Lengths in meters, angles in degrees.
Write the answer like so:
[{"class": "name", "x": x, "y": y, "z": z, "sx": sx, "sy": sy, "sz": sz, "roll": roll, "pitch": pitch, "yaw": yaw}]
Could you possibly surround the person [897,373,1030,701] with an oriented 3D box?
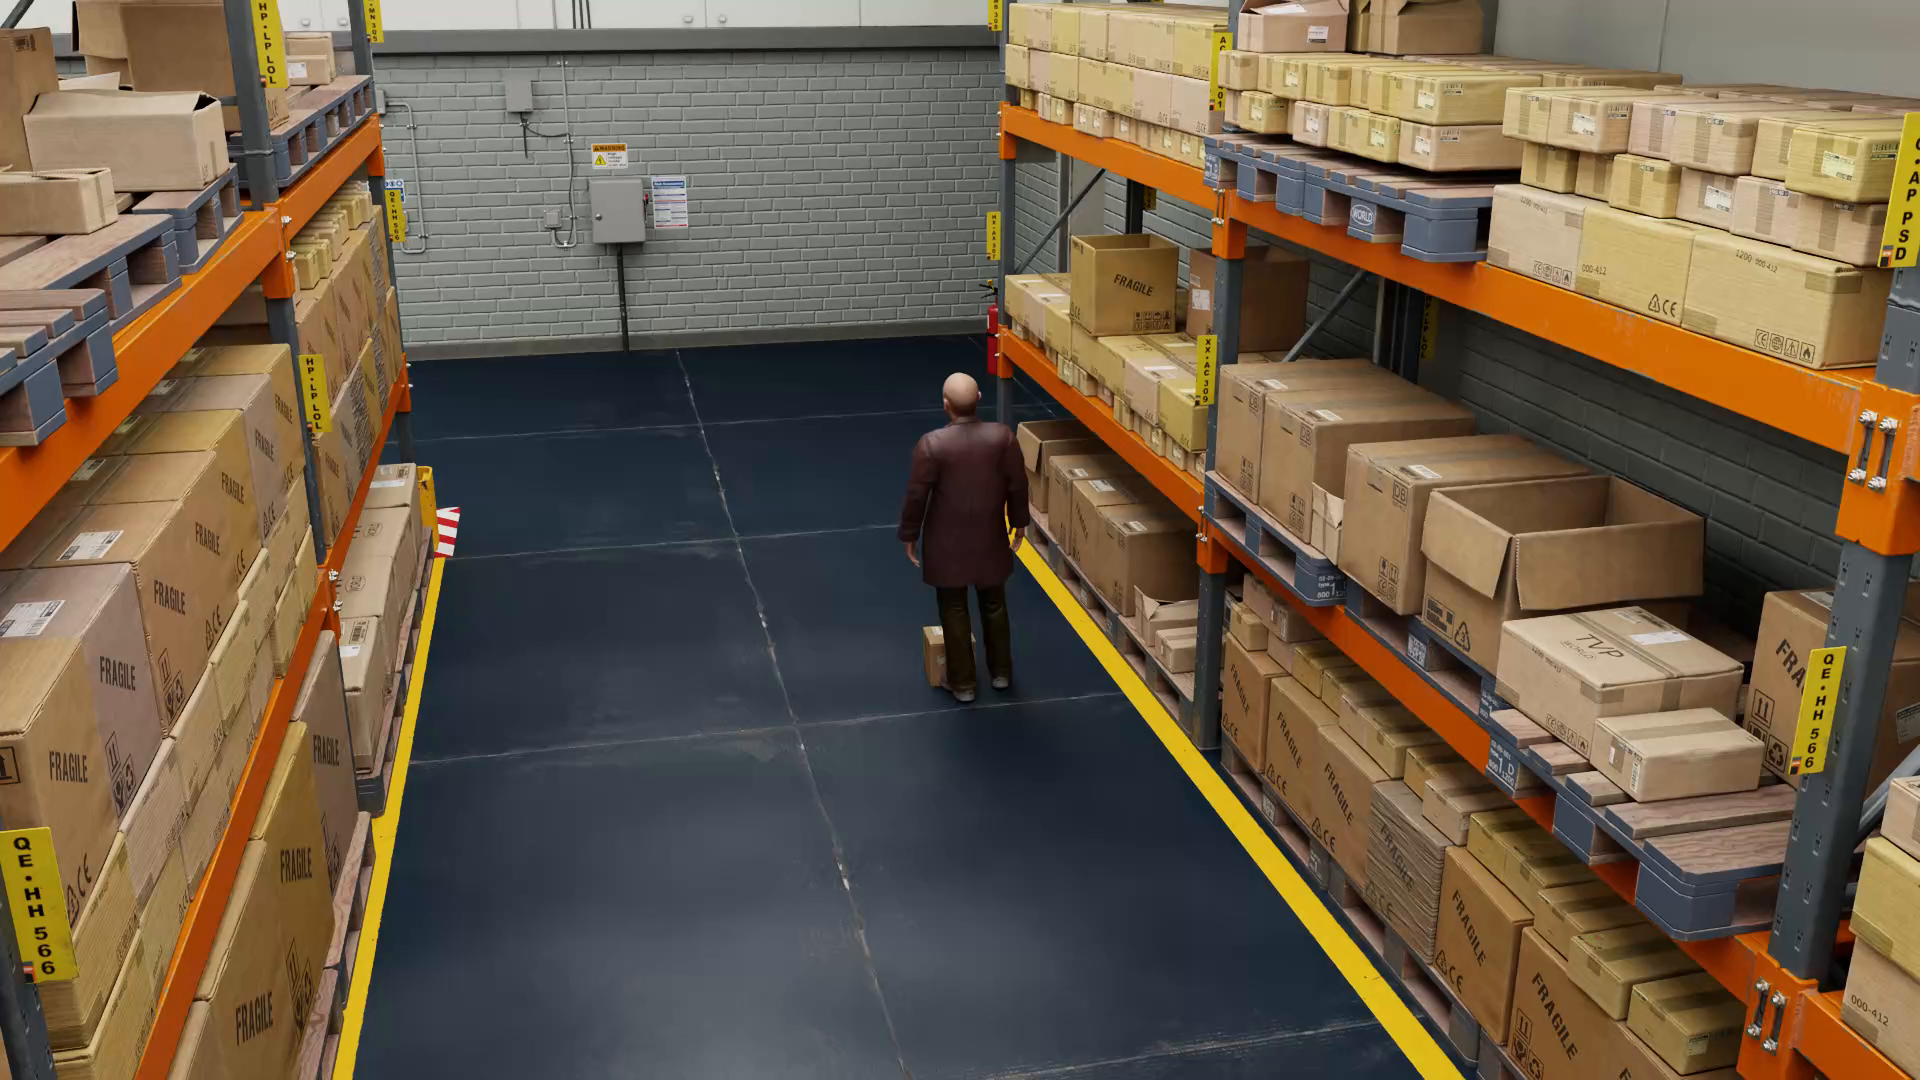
[{"class": "person", "x": 0.006, "y": -0.039, "z": 8.674, "sx": 0.698, "sy": 1.780, "sz": 0.579, "roll": -4, "pitch": 20, "yaw": -12}]
